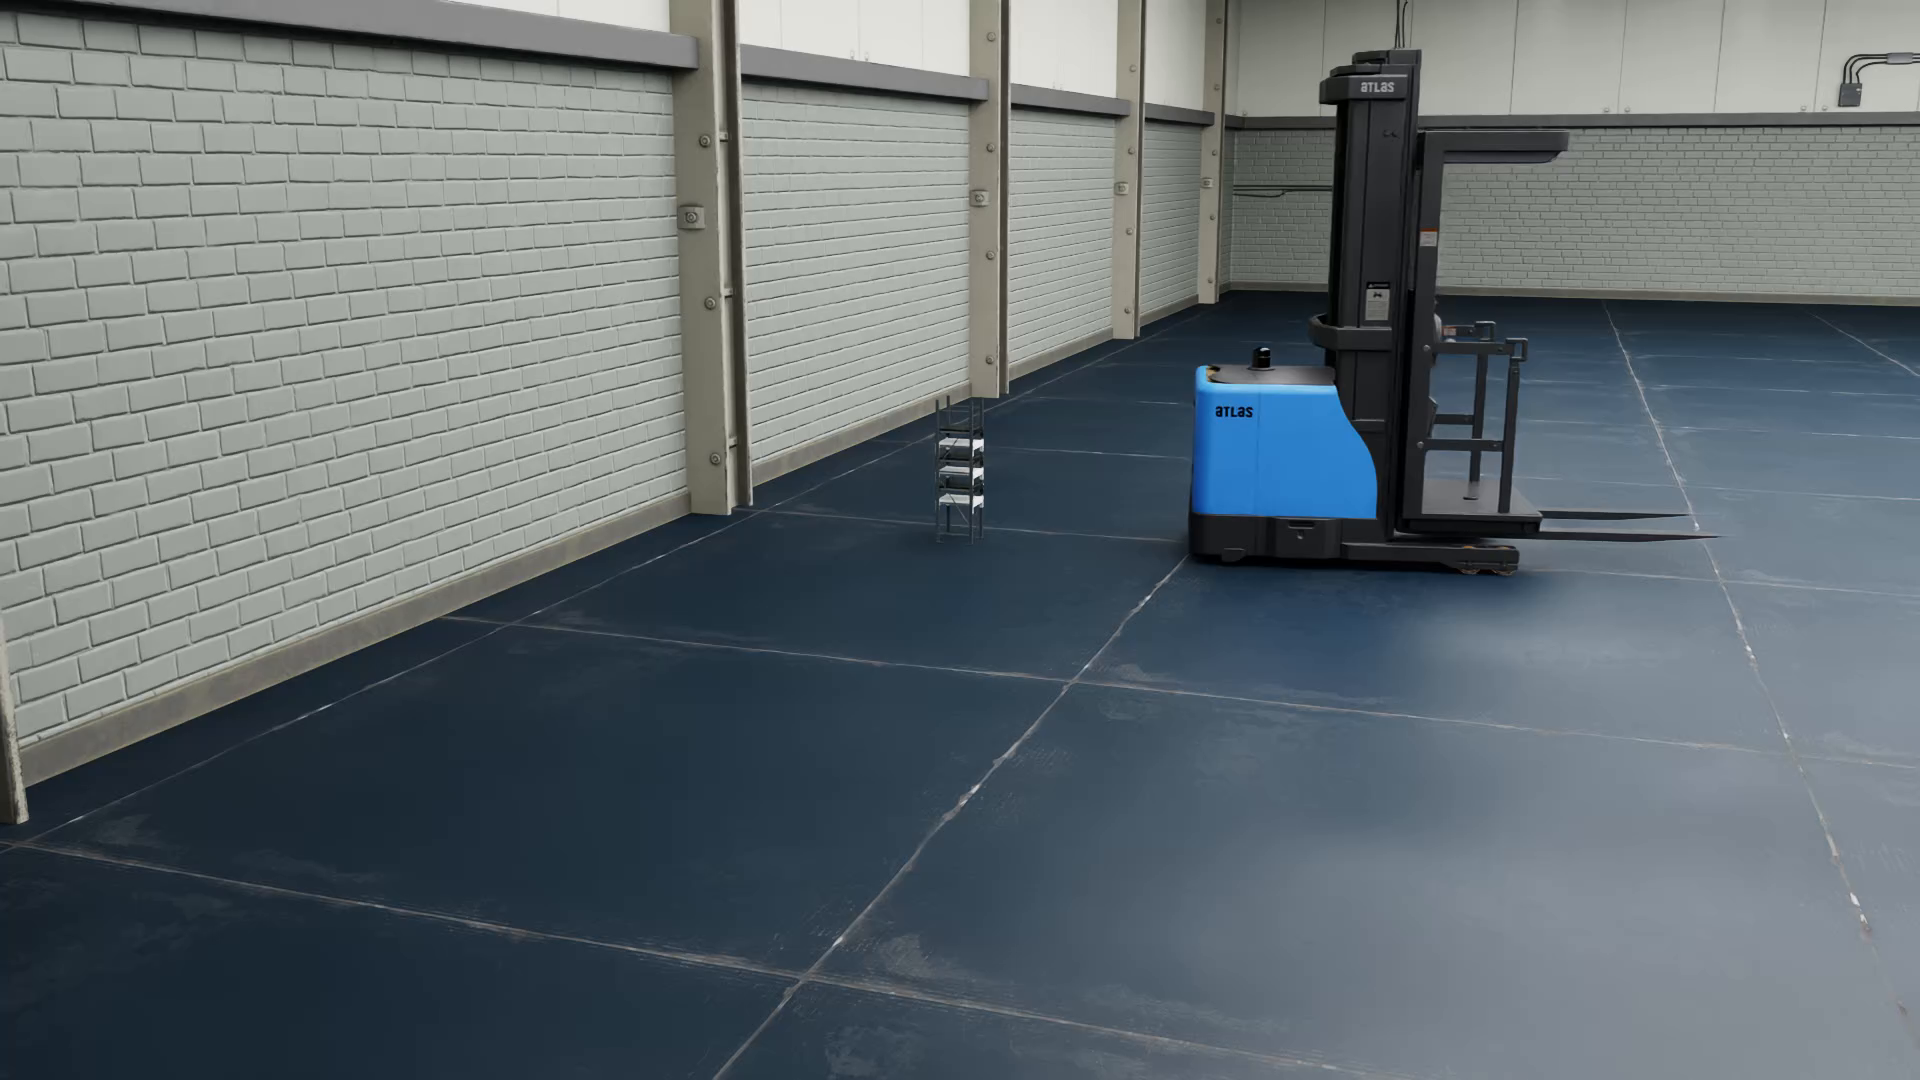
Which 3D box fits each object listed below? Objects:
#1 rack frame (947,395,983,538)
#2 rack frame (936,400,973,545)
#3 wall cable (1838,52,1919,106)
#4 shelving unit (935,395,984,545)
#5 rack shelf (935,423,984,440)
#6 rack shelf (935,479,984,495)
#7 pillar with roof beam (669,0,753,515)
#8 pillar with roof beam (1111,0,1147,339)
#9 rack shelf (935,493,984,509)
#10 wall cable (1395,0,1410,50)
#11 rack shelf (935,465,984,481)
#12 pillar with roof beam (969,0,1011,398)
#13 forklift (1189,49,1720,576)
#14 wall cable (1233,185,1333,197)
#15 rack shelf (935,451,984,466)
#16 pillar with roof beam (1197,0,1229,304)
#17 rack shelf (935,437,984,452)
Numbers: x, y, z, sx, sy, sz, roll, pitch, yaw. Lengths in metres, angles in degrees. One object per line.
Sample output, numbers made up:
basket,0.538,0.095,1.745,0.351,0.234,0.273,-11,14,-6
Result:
rack frame,0.030,-0.458,10.474,0.240,0.900,0.006,4,14,18
rack frame,-0.036,-0.416,10.287,0.240,0.900,0.006,4,14,18
wall cable,15.358,-9.892,25.963,2.305,6.003,0.169,4,14,18
shelving unit,-0.003,-0.437,10.380,0.258,0.900,0.210,4,14,18
rack shelf,-0.003,-0.668,10.328,0.258,0.077,0.200,4,14,18
rack shelf,-0.003,-0.317,10.408,0.258,0.077,0.200,4,14,18
pillar with roof beam,2.425,-4.296,9.088,9.100,9.000,0.400,4,14,18
pillar with roof beam,6.308,-6.823,20.158,9.100,9.000,0.400,4,14,18
rack shelf,-0.003,-0.229,10.428,0.258,0.077,0.200,4,14,18
wall cable,8.940,-9.675,28.281,3.097,2.526,0.112,4,14,18
rack shelf,-0.003,-0.405,10.388,0.258,0.077,0.200,4,14,18
pillar with roof beam,4.366,-5.559,14.623,9.100,9.000,0.400,4,14,18
forklift,2.923,-1.350,9.814,3.031,2.935,1.130,2,13,7
wall cable,6.380,-7.407,29.697,3.097,2.526,0.112,4,14,18
rack shelf,-0.003,-0.492,10.368,0.258,0.077,0.200,4,14,18
pillar with roof beam,8.249,-8.086,25.693,9.100,9.000,0.400,4,14,18
rack shelf,-0.003,-0.580,10.348,0.258,0.077,0.200,4,14,18
